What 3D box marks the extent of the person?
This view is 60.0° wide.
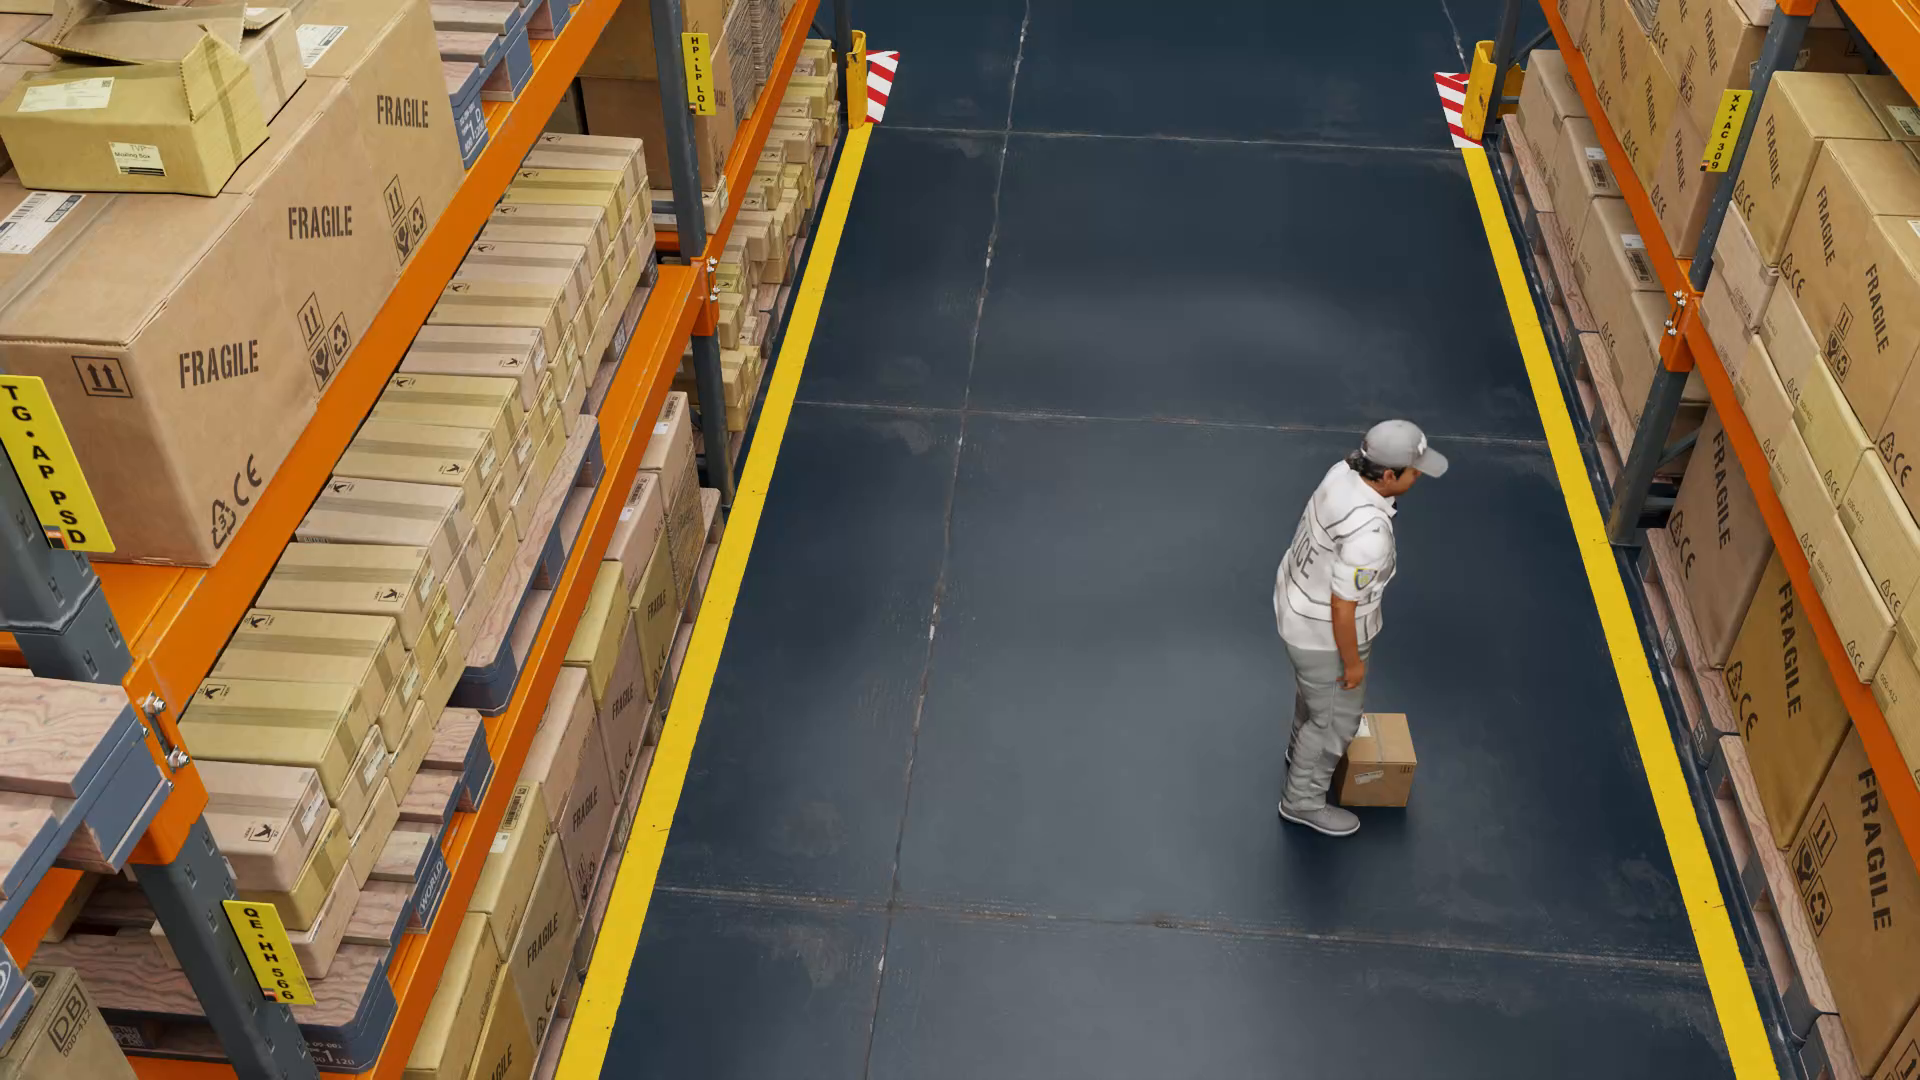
[{"bbox_3d":[1.340,0.285,5.816,0.473,1.666,0.547,3,40,3],"label":"person"}]
